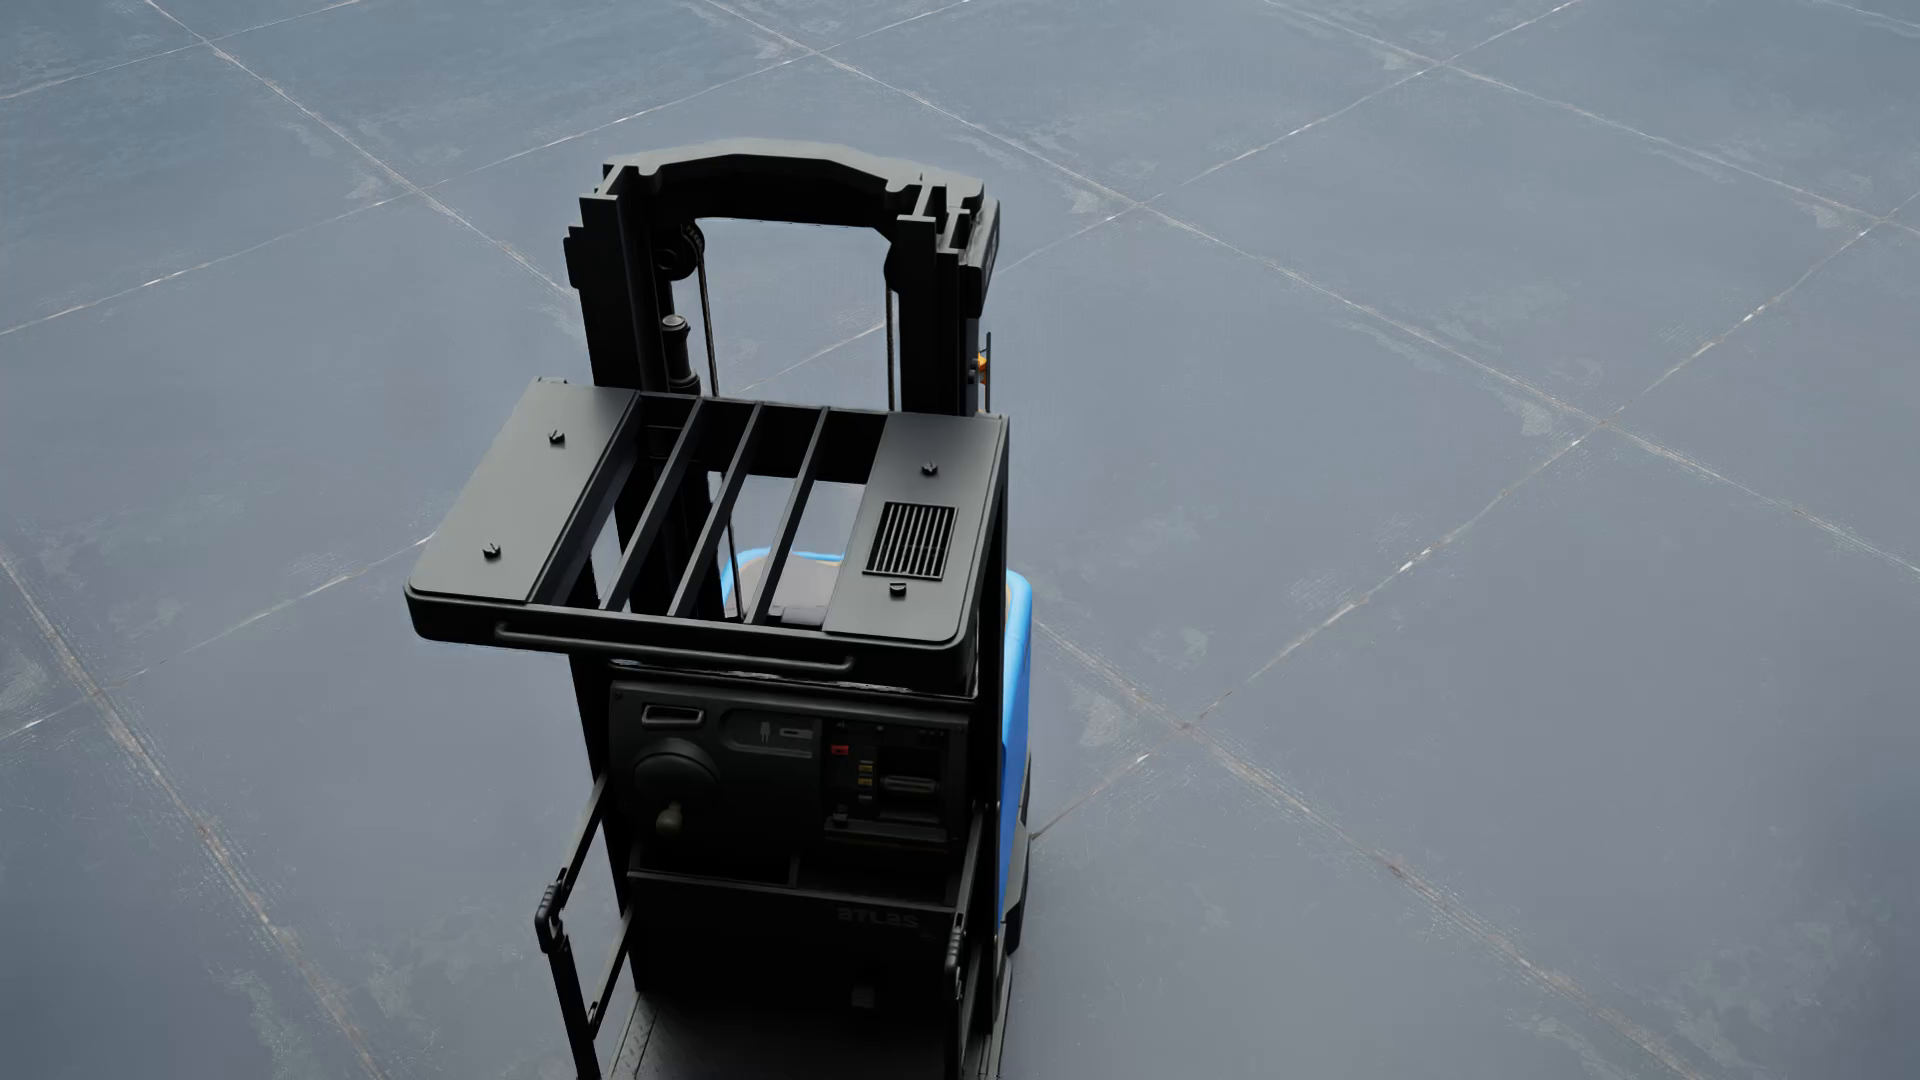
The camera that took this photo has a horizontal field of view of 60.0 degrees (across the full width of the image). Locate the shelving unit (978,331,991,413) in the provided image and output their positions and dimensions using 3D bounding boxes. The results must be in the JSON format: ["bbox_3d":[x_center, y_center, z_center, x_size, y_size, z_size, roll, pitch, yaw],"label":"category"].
[{"bbox_3d":[-0.036,-0.433,6.951,0.215,1.050,0.252,-30,48,-32],"label":"shelving unit"}]

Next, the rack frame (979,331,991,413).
[{"bbox_3d":[0.046,-0.377,6.881,0.200,1.050,0.008,-30,48,-32],"label":"rack frame"}]

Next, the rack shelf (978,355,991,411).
[{"bbox_3d":[-0.036,-0.646,6.779,0.215,0.259,0.240,-30,48,-32],"label":"rack shelf"}]

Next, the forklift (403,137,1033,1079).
[{"bbox_3d":[-0.470,0.667,4.092,1.130,2.935,3.031,5,39,6],"label":"forklift"}]
